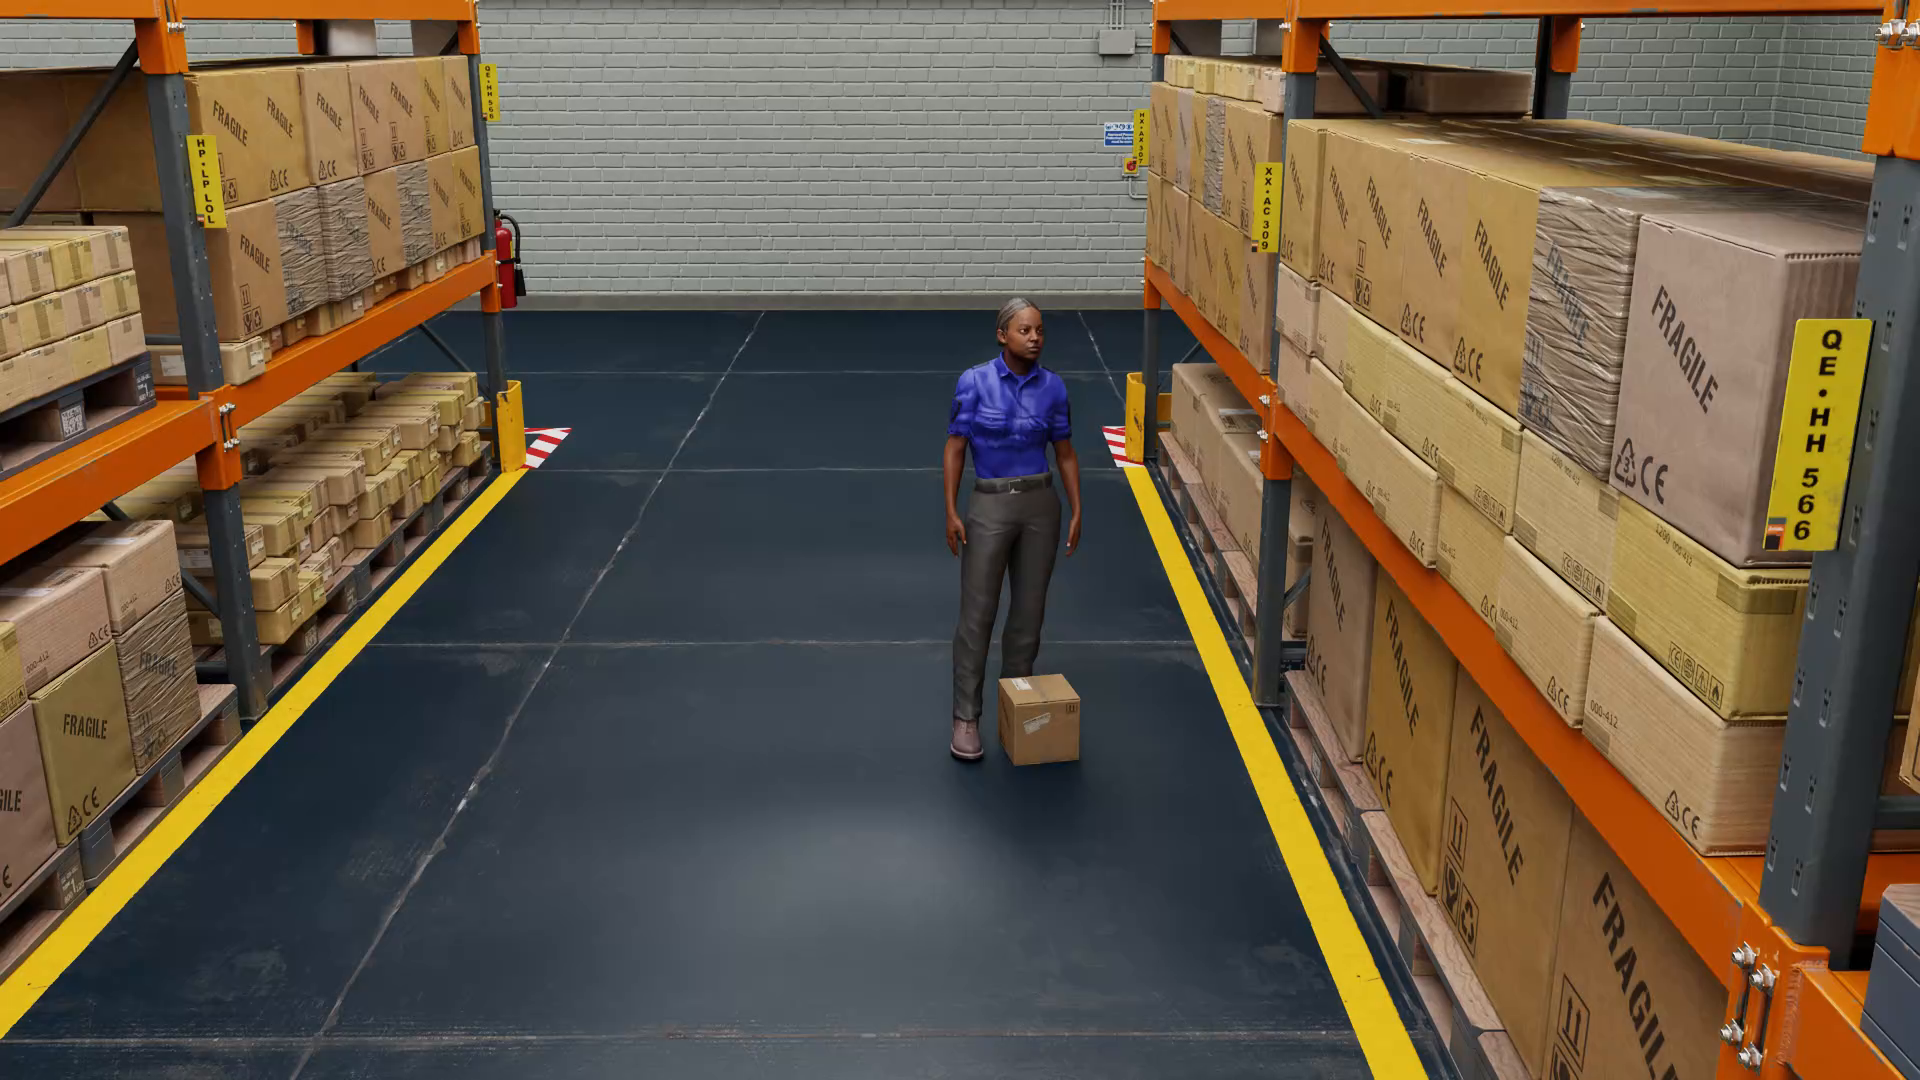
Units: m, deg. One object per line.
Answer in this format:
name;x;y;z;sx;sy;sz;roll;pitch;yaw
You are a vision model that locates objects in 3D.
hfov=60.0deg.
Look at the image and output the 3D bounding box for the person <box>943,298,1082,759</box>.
person;0.203;-0.055;6.205;0.570;1.654;0.504;-4;18;-14
